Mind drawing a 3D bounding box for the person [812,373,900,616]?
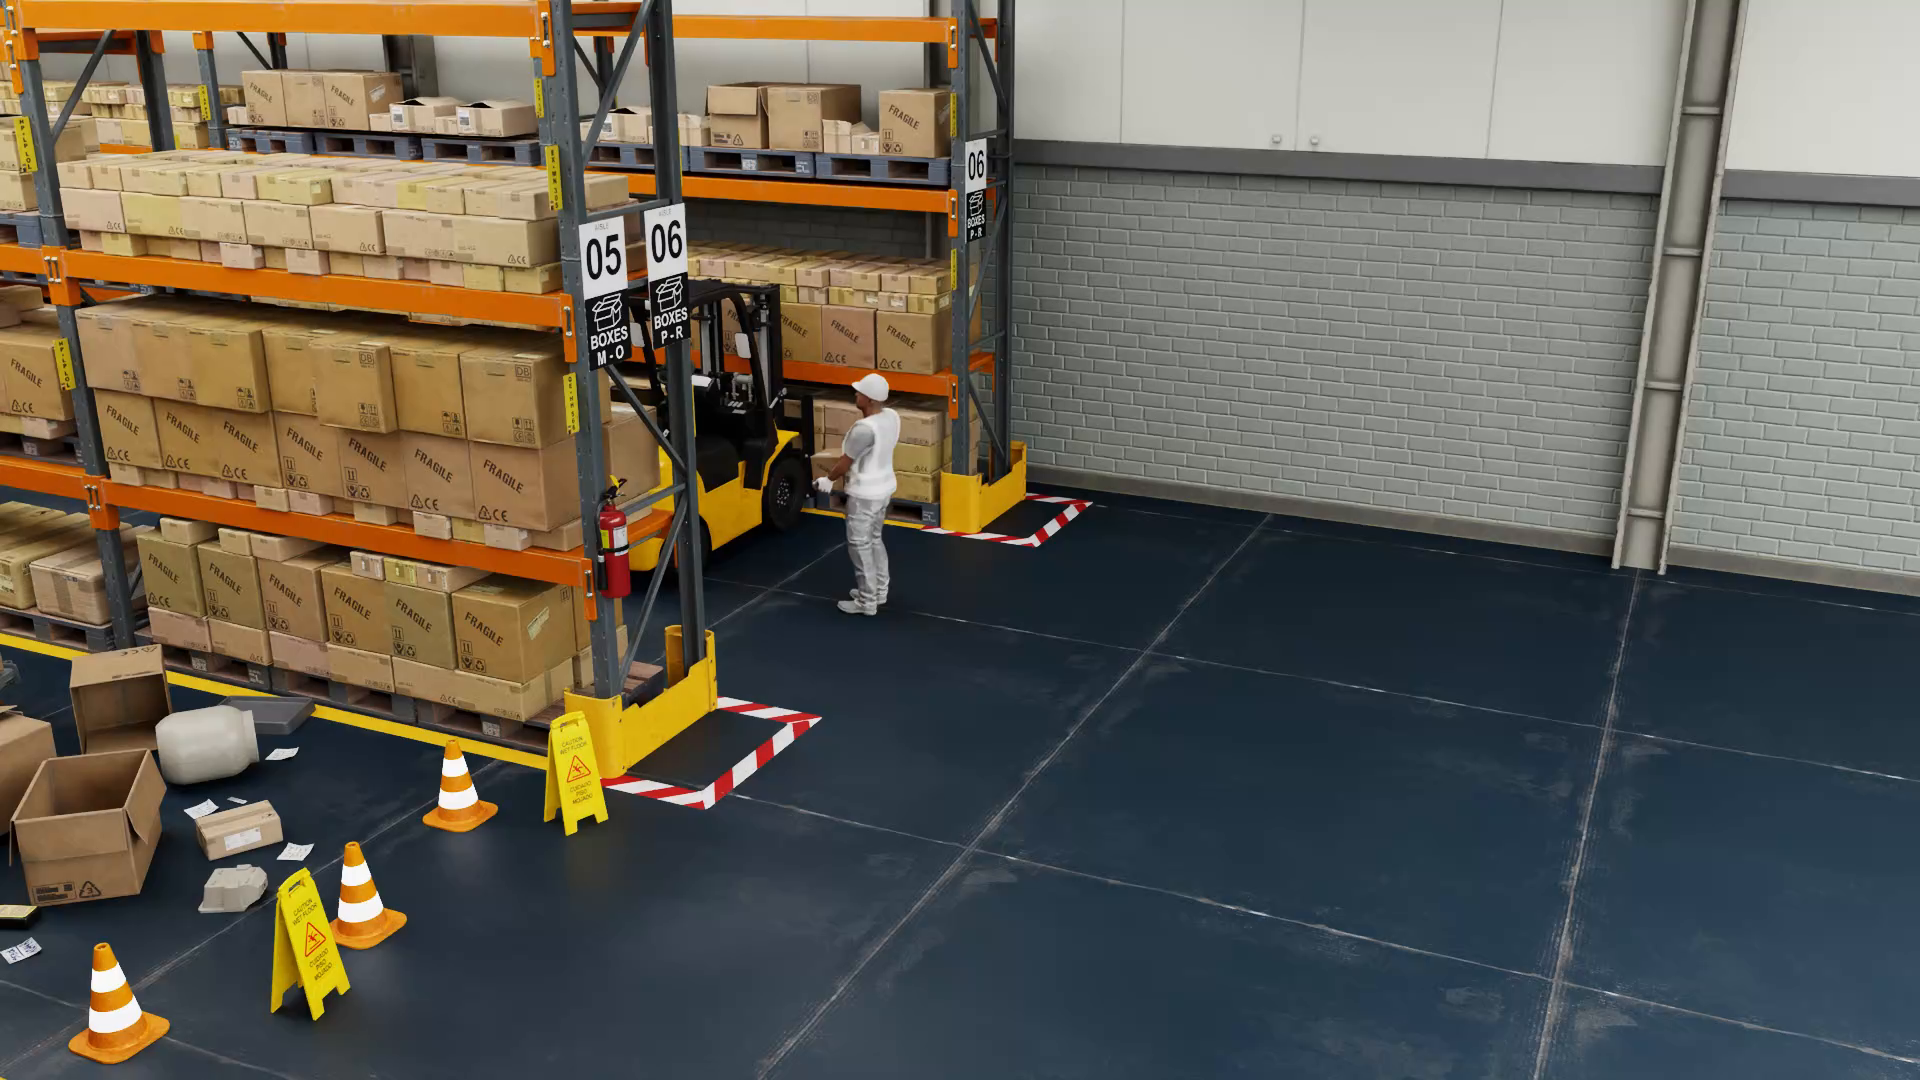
[{"bbox_3d":[-0.751,-0.347,12.050,0.573,1.784,0.495,8,20,22],"label":"person"}]
